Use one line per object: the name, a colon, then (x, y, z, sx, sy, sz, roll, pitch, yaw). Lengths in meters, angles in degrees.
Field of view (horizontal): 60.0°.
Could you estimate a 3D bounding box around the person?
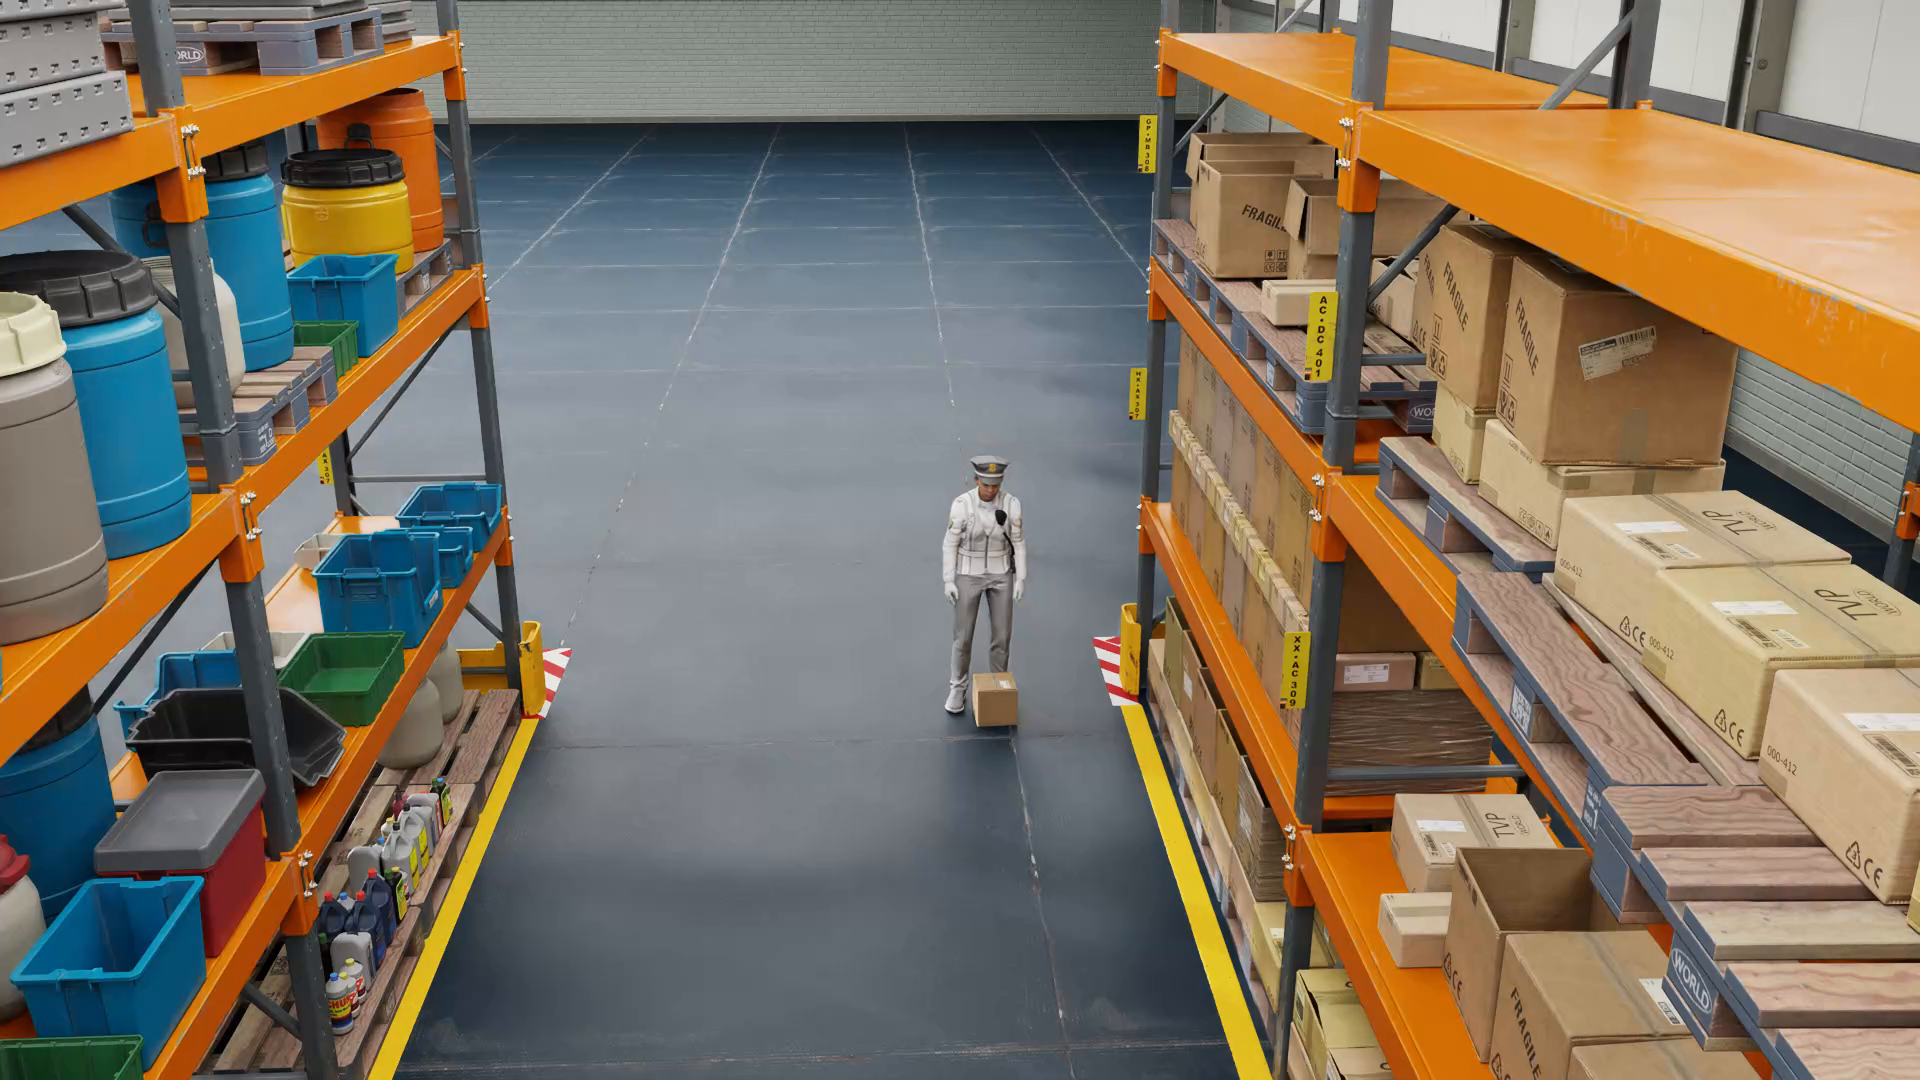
person: (0.156, 0.257, 10.387, 0.528, 1.662, 0.373, -2, 21, -5)
